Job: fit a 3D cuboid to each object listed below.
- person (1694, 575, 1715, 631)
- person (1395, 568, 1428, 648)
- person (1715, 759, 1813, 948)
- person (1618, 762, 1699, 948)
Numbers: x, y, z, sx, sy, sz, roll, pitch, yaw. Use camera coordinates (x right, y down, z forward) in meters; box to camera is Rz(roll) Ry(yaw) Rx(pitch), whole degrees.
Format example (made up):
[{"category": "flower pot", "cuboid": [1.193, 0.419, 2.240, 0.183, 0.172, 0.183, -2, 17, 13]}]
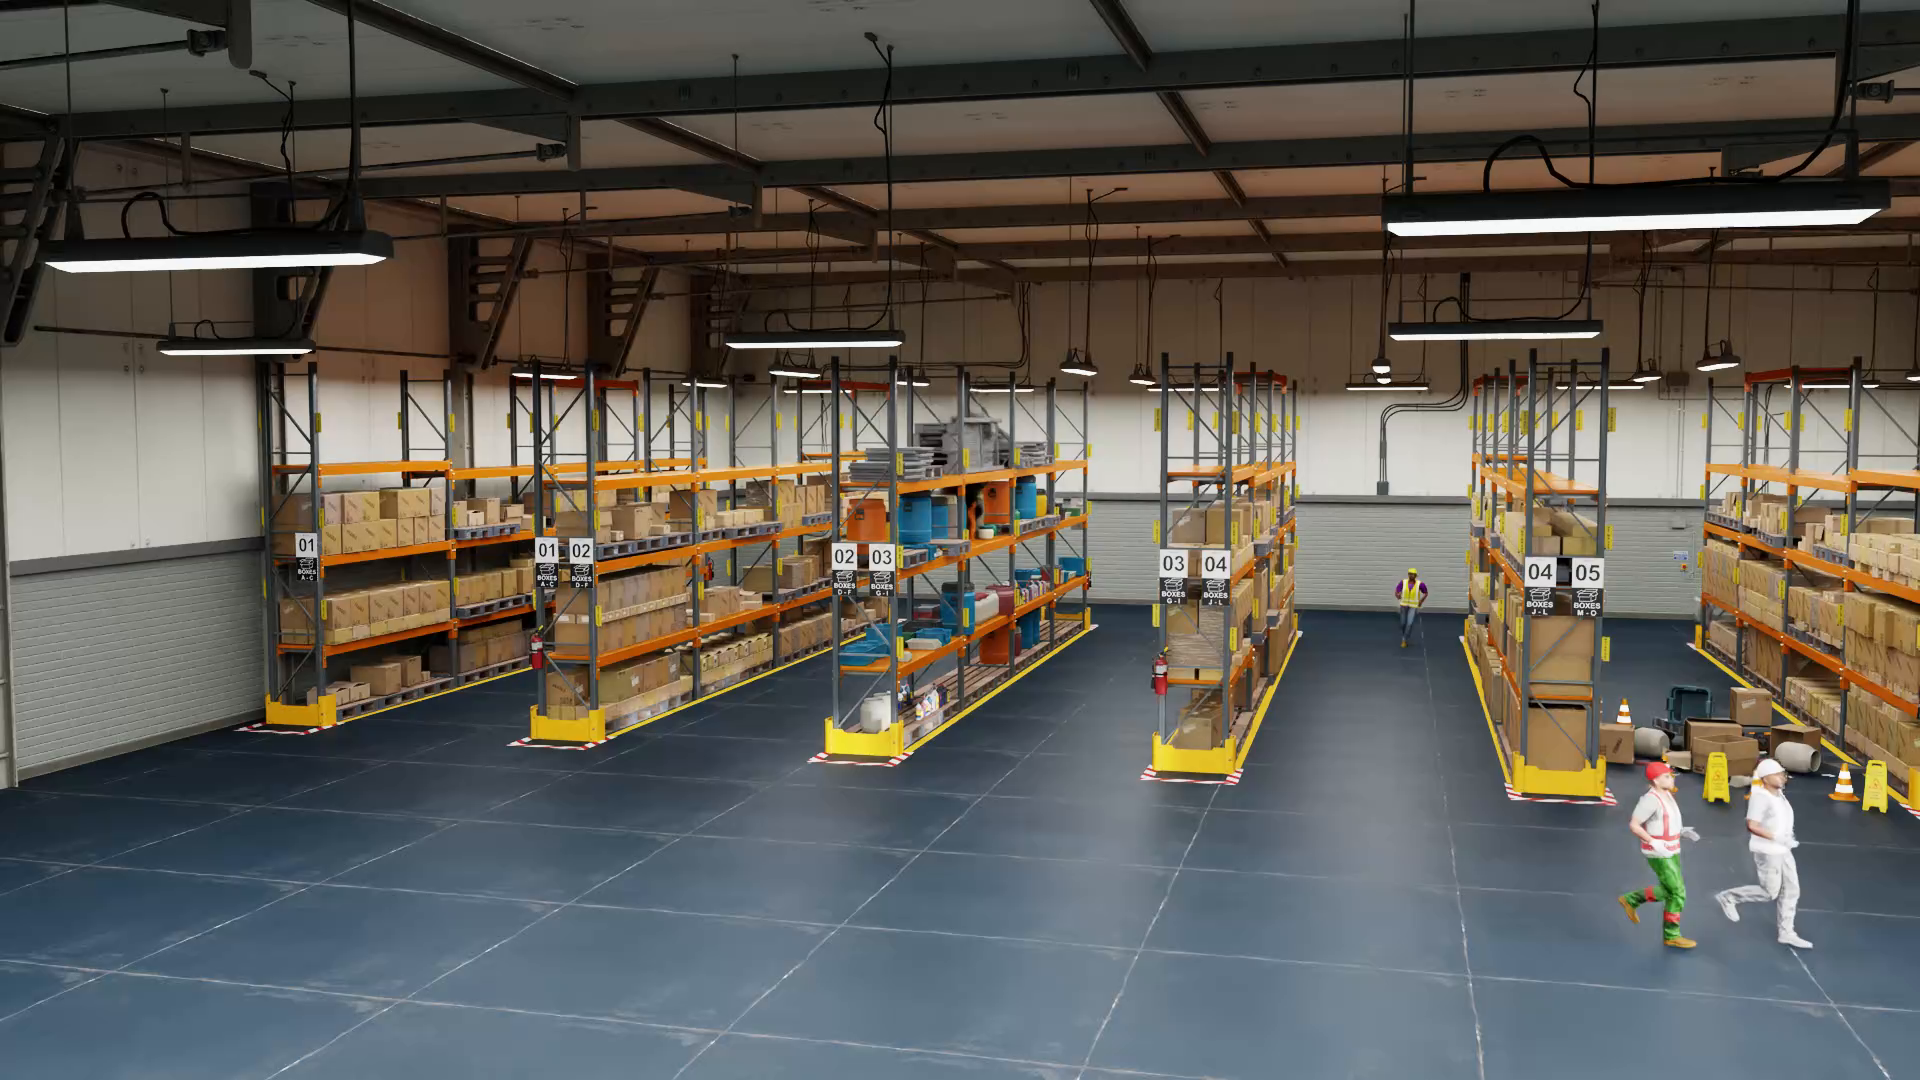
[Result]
[{"category": "person", "cuboid": [17.152, 1.500, 38.175, 0.572, 1.633, 0.669, 1, 4, 17]}, {"category": "person", "cuboid": [10.116, 1.508, 37.332, 0.708, 1.768, 0.863, 2, 4, 25]}, {"category": "person", "cuboid": [7.796, 2.993, 16.053, 0.681, 1.766, 0.878, -4, 6, -43]}, {"category": "person", "cuboid": [6.711, 3.004, 16.002, 0.786, 1.749, 0.663, 4, 6, 43]}]
